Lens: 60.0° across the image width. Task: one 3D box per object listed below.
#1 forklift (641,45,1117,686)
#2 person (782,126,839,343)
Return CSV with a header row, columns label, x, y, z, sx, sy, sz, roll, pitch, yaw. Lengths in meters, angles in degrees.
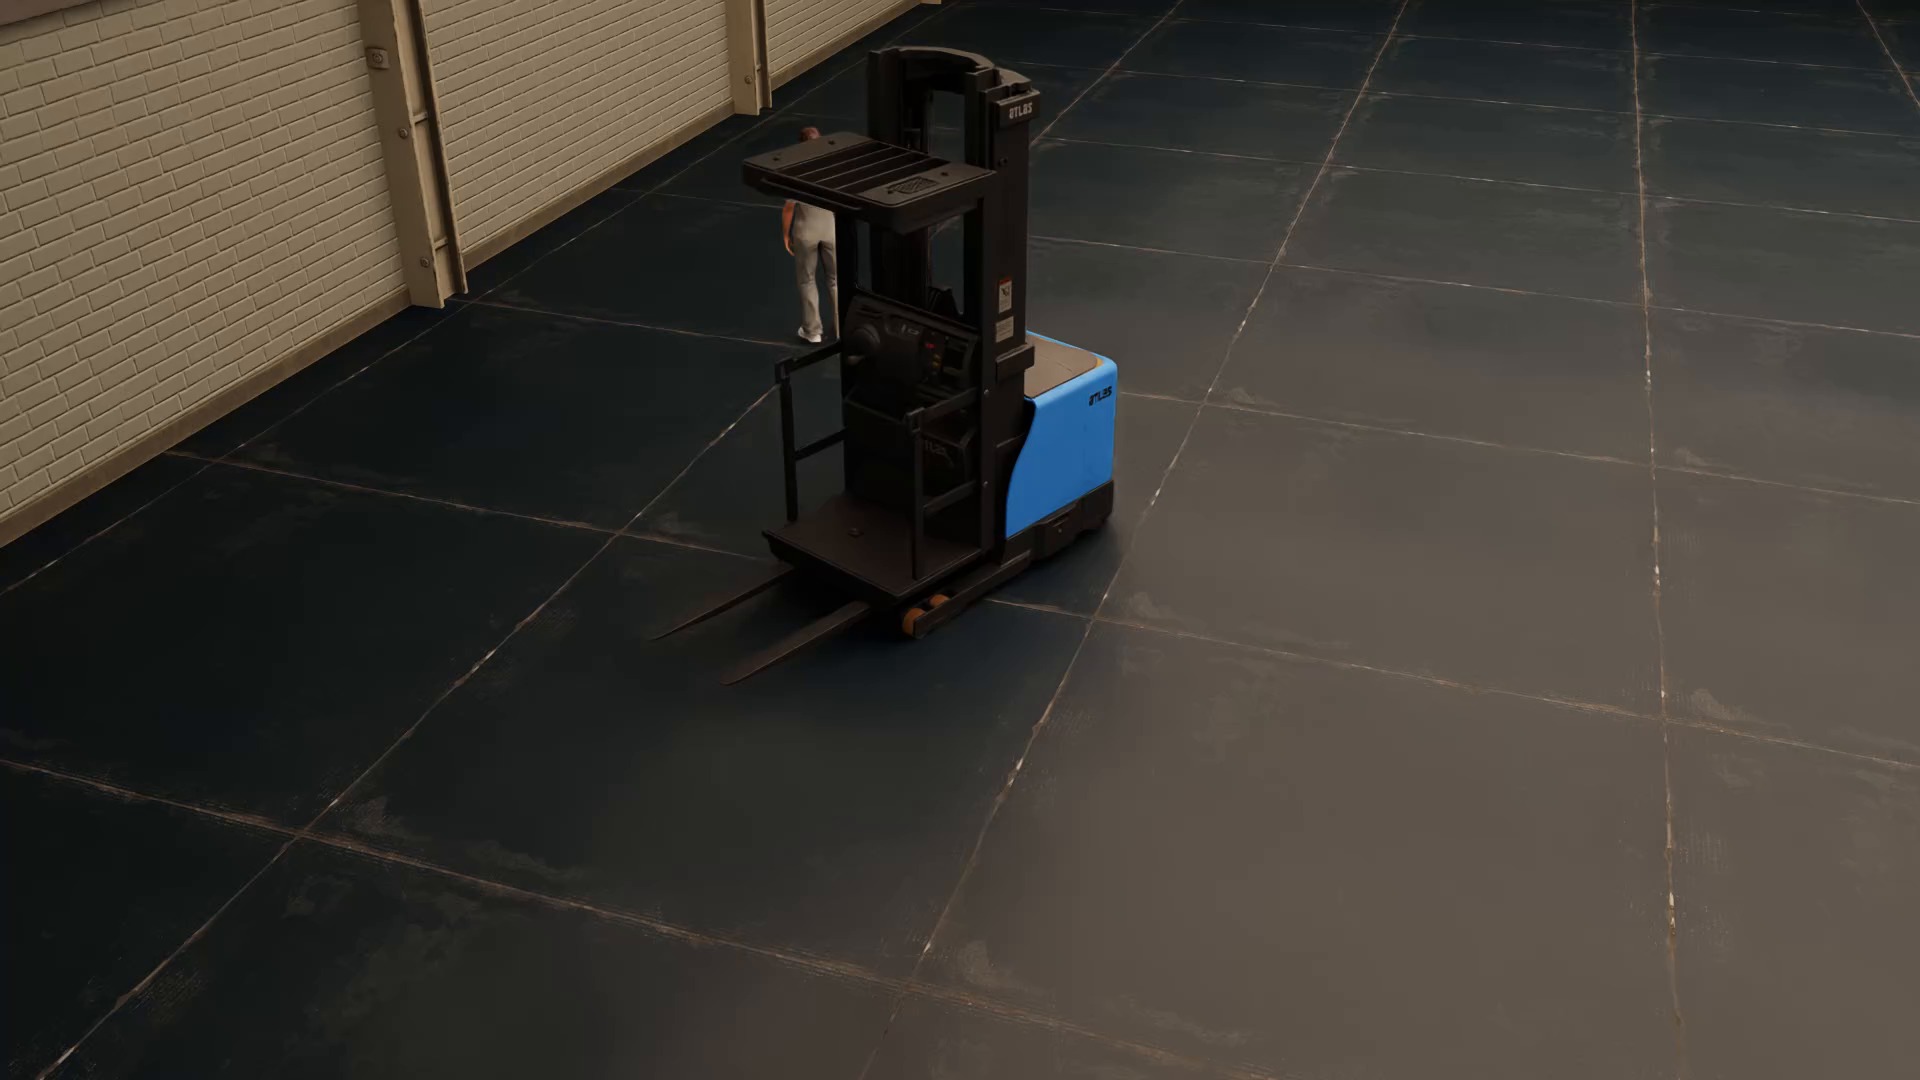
label,x,y,z,sx,sy,sz,roll,pitch,yaw
forklift,-0.419,-1.015,8.917,1.130,2.935,3.031,24,37,36
person,-1.075,-2.266,12.388,0.525,1.685,0.493,-9,31,-15
